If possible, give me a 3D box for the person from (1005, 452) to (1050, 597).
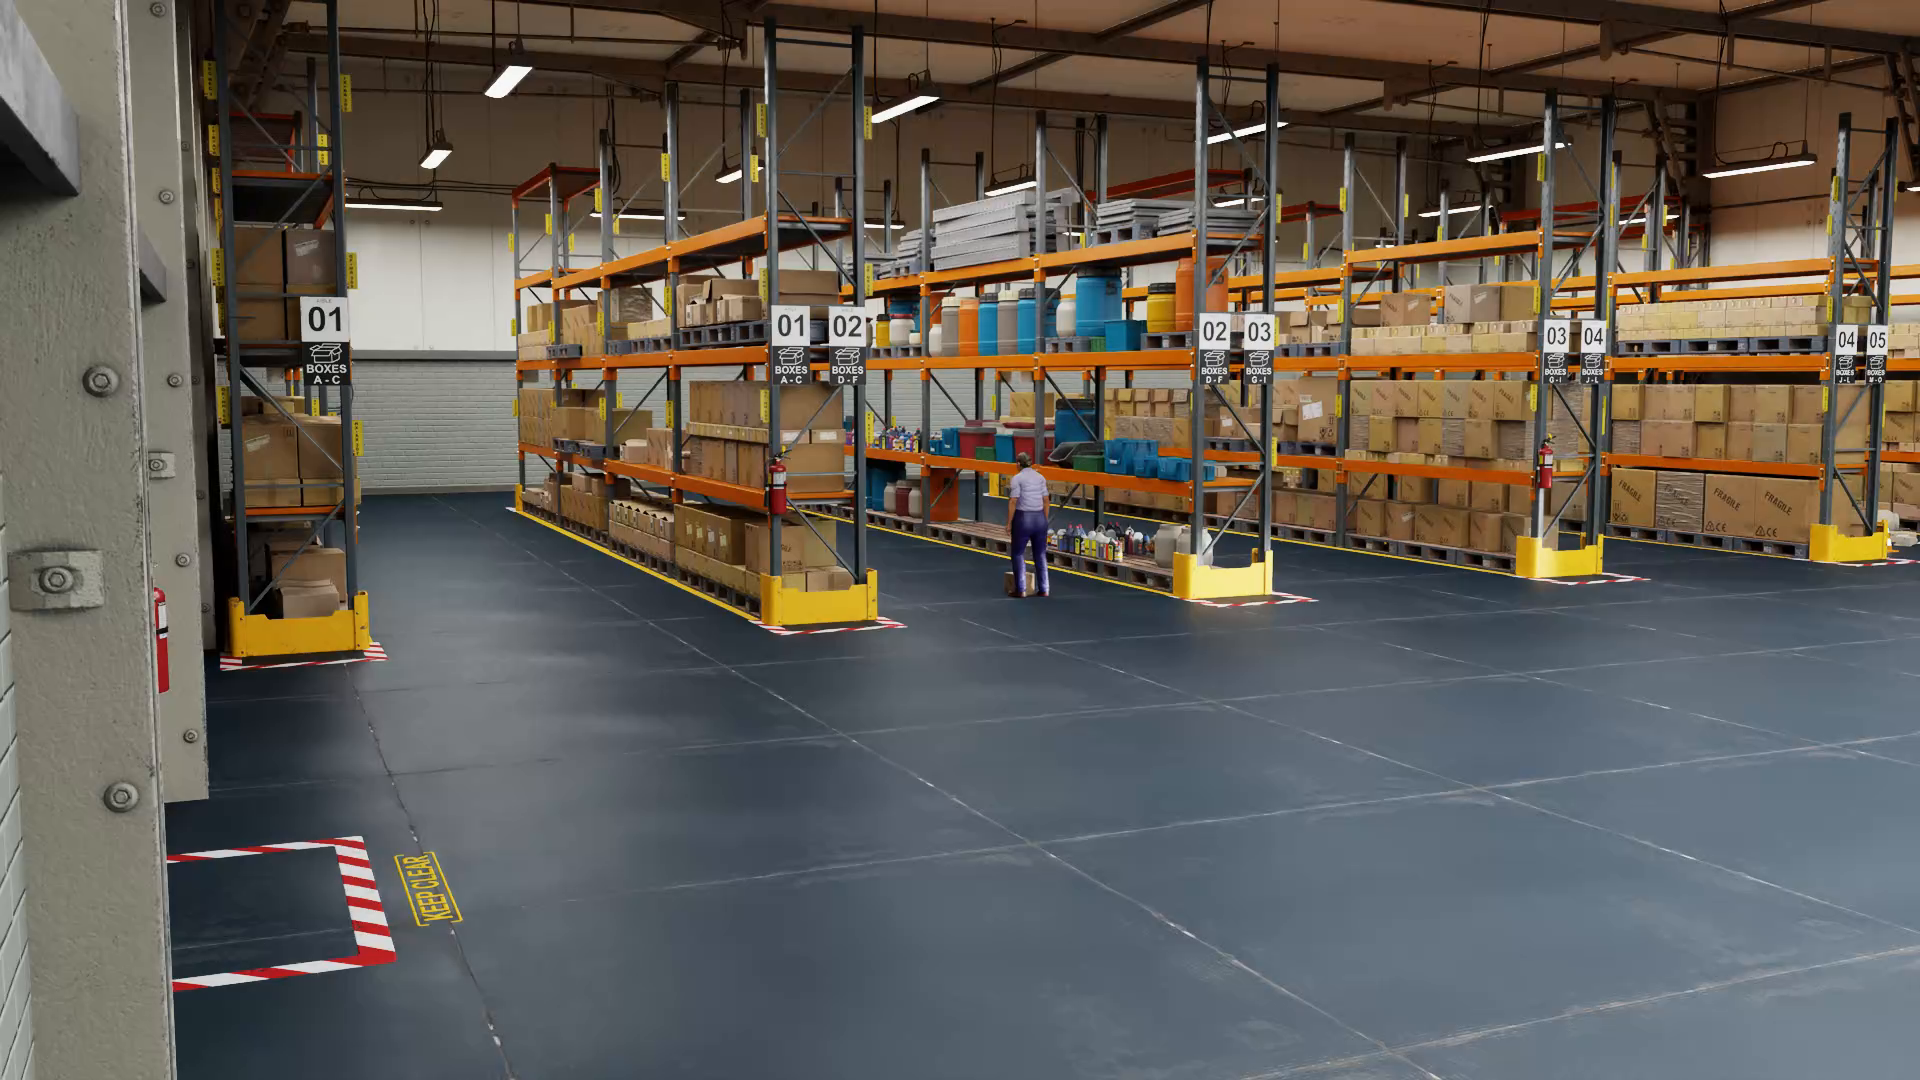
[{"bbox_3d":[0.771,-0.176,18.866,0.563,1.653,0.418,-3,6,-26],"label":"person"}]
